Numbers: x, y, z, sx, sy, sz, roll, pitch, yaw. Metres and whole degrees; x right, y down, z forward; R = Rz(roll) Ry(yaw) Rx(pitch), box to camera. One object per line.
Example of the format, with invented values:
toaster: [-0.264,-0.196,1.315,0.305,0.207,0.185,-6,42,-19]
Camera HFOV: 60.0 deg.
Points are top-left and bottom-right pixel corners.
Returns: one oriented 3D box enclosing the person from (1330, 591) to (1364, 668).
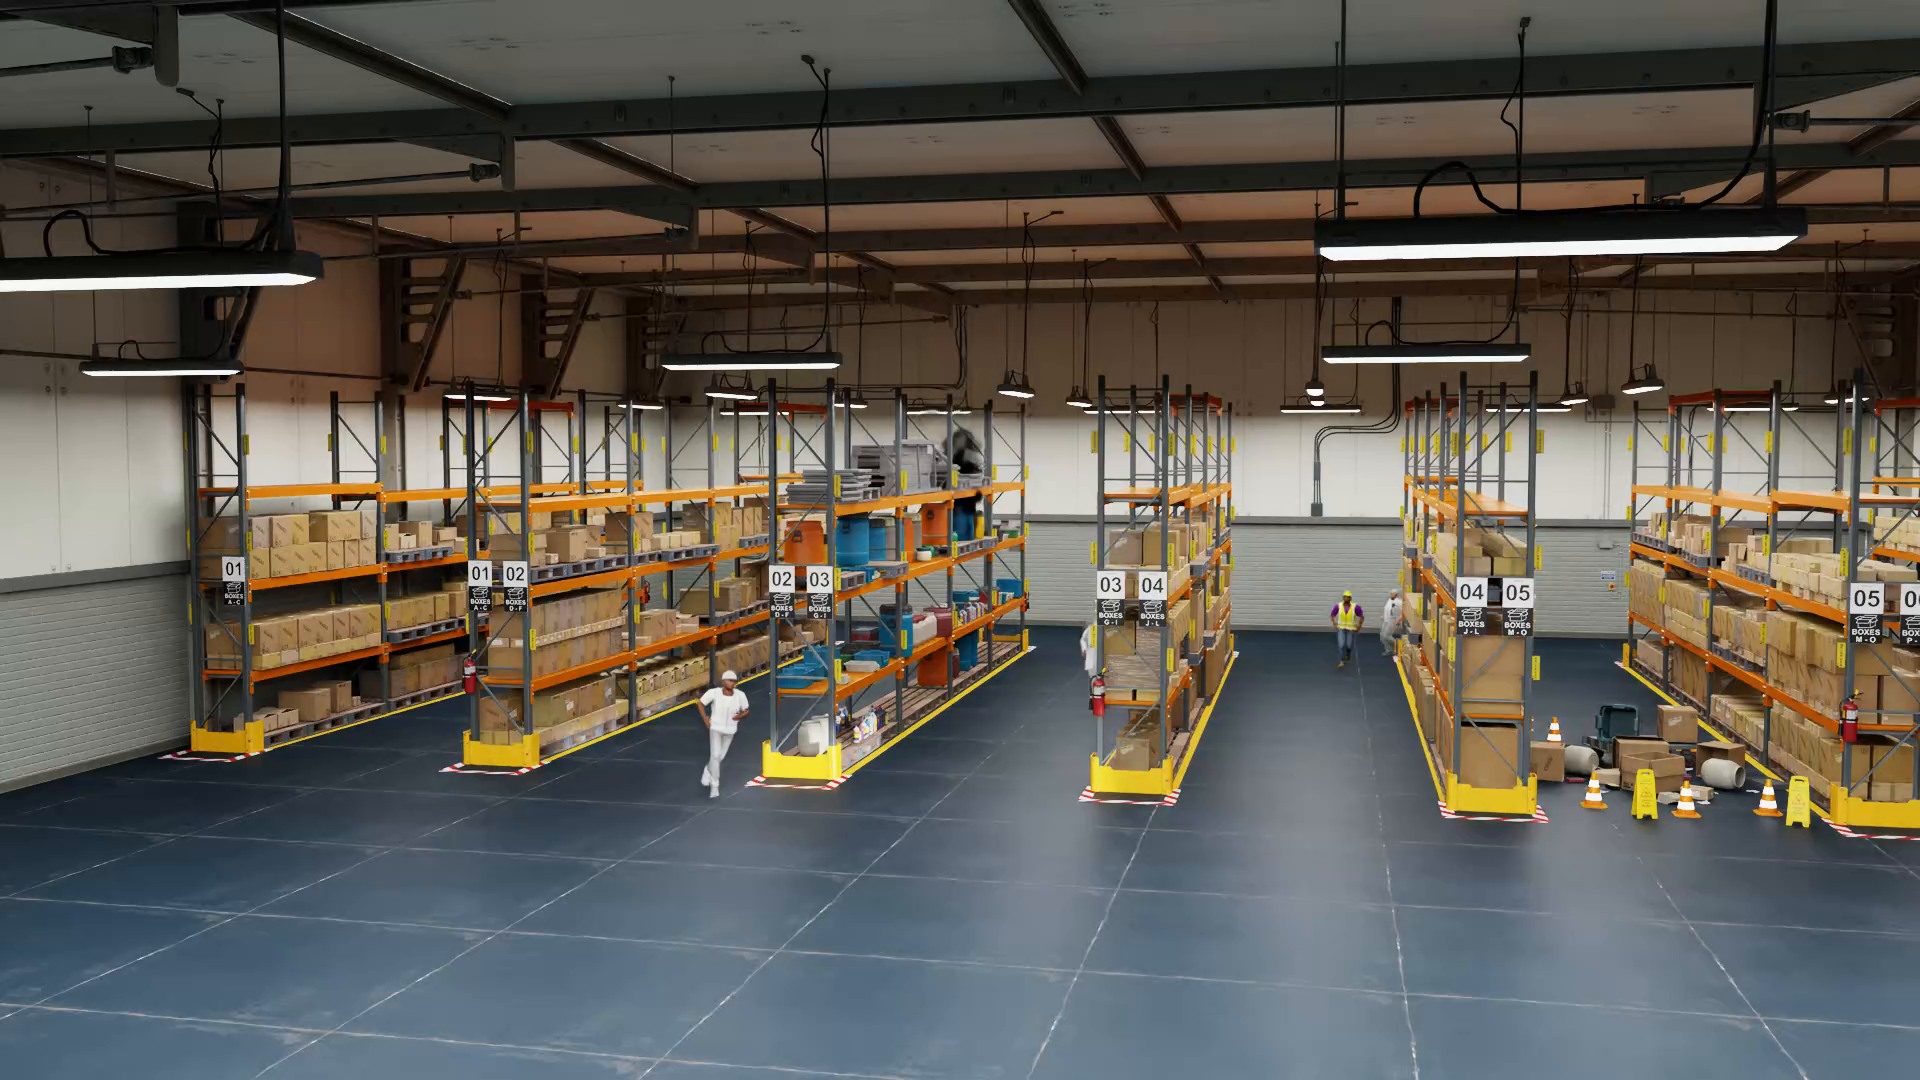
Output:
person: [8.726,2.007,37.544,0.750,1.719,0.640,1,3,13]

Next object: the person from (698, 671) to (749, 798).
person: [-3.402,2.765,24.071,0.730,1.760,0.900,-2,4,-28]

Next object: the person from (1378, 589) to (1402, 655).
person: [10.219,1.957,39.401,0.511,1.613,0.666,-1,4,-22]

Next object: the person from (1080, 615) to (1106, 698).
person: [2.648,2.299,32.069,0.716,1.736,0.835,1,3,12]
